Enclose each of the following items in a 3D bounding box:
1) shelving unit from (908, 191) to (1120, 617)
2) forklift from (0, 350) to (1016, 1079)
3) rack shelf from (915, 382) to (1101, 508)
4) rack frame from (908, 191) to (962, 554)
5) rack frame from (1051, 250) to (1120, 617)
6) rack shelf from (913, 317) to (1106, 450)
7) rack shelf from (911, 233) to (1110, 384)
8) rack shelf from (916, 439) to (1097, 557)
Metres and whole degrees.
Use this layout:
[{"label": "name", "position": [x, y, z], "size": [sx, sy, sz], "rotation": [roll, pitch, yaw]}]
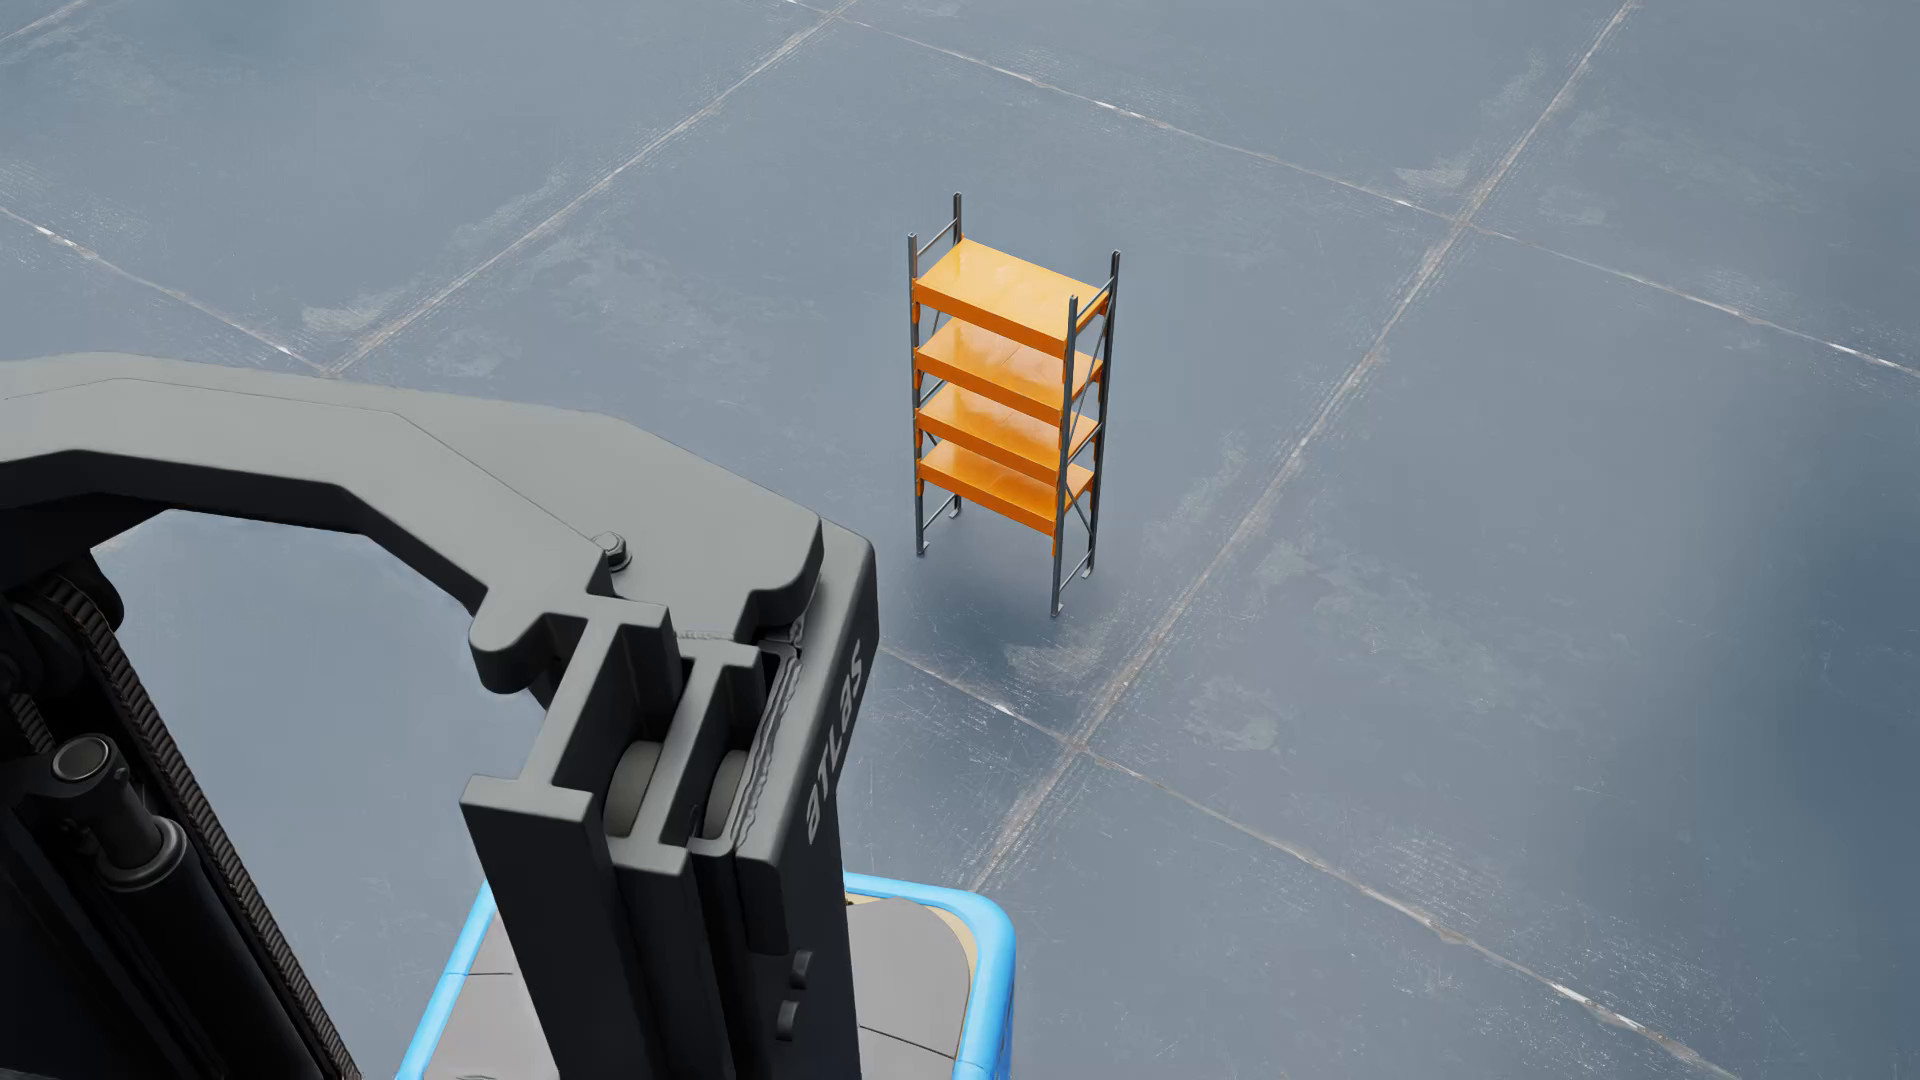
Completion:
[{"label": "shelving unit", "position": [0.139, -0.354, 4.757], "size": [0.503, 1.200, 0.258], "rotation": [25, 51, 22]}, {"label": "forklift", "position": [-0.656, 1.375, 1.870], "size": [1.130, 2.935, 3.031], "rotation": [8, 46, 7]}, {"label": "rack shelf", "position": [0.139, -0.307, 4.806], "size": [0.480, 0.148, 0.258], "rotation": [25, 51, 22]}, {"label": "rack frame", "position": [-0.066, -0.449, 4.849], "size": [0.015, 1.200, 0.240], "rotation": [25, 51, 22]}, {"label": "rack frame", "position": [0.345, -0.260, 4.666], "size": [0.015, 1.200, 0.240], "rotation": [25, 51, 22]}, {"label": "rack shelf", "position": [0.139, -0.463, 4.645], "size": [0.480, 0.148, 0.258], "rotation": [25, 51, 22]}, {"label": "rack shelf", "position": [0.139, -0.628, 4.476], "size": [0.480, 0.148, 0.258], "rotation": [25, 51, 22]}, {"label": "rack shelf", "position": [0.139, -0.169, 4.948], "size": [0.480, 0.148, 0.258], "rotation": [25, 51, 22]}]
